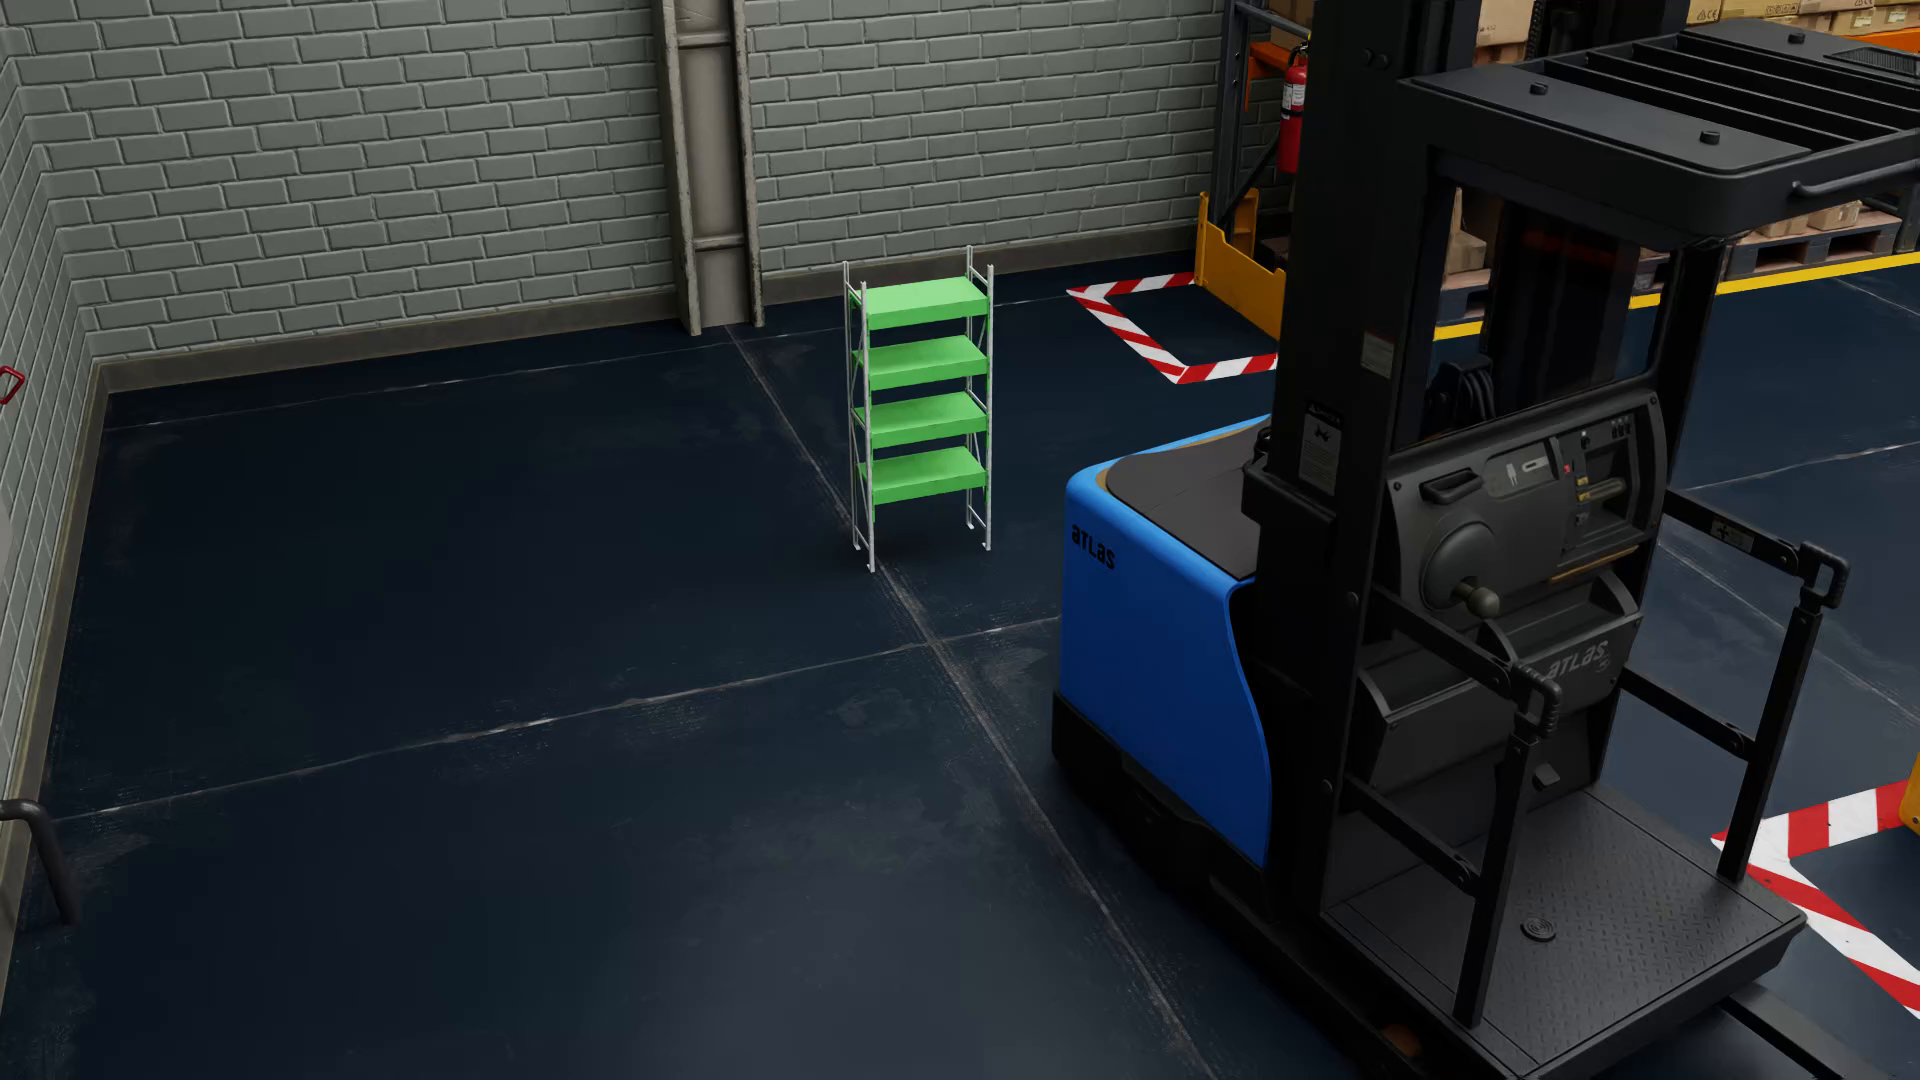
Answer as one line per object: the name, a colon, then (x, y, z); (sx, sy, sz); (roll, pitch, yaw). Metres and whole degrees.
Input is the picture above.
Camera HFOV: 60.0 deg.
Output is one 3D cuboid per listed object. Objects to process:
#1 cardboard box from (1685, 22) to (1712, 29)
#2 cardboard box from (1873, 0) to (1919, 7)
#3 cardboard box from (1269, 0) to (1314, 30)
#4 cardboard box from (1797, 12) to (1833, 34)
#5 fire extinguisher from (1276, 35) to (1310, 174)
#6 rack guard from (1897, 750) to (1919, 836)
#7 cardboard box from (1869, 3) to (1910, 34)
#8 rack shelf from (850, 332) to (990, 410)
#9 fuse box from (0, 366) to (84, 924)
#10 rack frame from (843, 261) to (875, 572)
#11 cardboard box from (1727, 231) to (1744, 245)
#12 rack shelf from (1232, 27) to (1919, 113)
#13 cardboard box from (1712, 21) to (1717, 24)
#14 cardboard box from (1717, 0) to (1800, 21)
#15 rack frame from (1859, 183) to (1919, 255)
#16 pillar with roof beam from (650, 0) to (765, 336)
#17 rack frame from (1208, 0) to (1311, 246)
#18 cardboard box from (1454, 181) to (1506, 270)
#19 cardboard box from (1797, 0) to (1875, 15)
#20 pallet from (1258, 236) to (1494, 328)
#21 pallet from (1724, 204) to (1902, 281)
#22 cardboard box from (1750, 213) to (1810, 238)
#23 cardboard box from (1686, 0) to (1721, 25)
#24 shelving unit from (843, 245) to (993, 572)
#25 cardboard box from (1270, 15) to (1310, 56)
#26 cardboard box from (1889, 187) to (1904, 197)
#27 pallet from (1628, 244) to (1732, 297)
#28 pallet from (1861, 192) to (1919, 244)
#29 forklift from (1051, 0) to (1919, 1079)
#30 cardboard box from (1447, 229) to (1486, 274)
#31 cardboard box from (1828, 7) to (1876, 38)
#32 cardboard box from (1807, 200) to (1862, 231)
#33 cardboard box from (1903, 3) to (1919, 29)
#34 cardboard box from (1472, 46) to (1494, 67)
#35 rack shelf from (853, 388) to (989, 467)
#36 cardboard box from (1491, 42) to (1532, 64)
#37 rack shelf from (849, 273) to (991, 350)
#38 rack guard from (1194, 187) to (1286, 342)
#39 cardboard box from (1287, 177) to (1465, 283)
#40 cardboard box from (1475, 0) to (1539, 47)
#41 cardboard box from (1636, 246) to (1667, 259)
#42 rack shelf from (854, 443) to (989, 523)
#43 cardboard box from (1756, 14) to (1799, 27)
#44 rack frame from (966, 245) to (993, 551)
cardboard box: (3.665, -2.662, 8.646); (0.250, 0.149, 0.380); (-11, 31, -18)
cardboard box: (4.936, -3.065, 8.950); (0.500, 0.250, 0.500); (-10, 31, -16)
cardboard box: (1.918, -2.778, 8.447); (0.500, 0.250, 0.500); (-10, 31, -16)
cardboard box: (4.391, -2.777, 8.847); (0.250, 0.149, 0.380); (-10, 31, -16)
fire extinguisher: (1.603, -2.076, 7.818); (0.183, 0.674, 0.296); (-10, 31, -18)
rack guard: (3.291, 0.881, 4.698); (0.348, 0.500, 1.175); (-10, 31, -18)
cardboard box: (4.881, -2.865, 9.003); (0.250, 0.149, 0.380); (-10, 31, -16)
rack shelf: (-0.155, -0.646, 6.316); (0.480, 0.148, 0.258); (-10, 31, -18)
fuse box: (-2.558, 0.335, 4.433); (0.414, 1.711, 0.539); (-10, 31, -18)
rack frame: (-0.384, -0.451, 6.329); (0.015, 1.200, 0.240); (-10, 31, -18)
cardboard box: (3.974, -1.978, 9.292); (0.500, 0.500, 0.700); (-12, 32, -19)
rack shelf: (3.454, -2.544, 8.912); (4.000, 0.370, 1.077); (-10, 31, -18)
cardboard box: (3.880, -2.727, 8.760); (0.250, 0.149, 0.380); (-10, 31, -17)
cardboard box: (4.000, -2.891, 8.646); (0.500, 0.250, 0.500); (-11, 31, -18)
rack frame: (5.329, -3.202, 9.340); (0.127, 3.000, 1.000); (-10, 31, -18)
pillar with roof beam: (0.239, -3.073, 3.054); (0.400, 9.000, 9.100); (-10, 31, -18)
rack frame: (1.580, -2.511, 8.128); (0.127, 3.000, 1.000); (-10, 31, -18)
cardboard box: (3.001, -1.799, 8.978); (0.500, 0.500, 0.700); (-9, 31, -16)
cardboard box: (4.472, -2.971, 8.786); (0.500, 0.250, 0.500); (-10, 31, -17)
pallet: (2.398, -1.451, 9.083); (1.213, 0.211, 1.003); (-10, 31, -18)
pallet: (4.685, -1.872, 9.823); (1.213, 0.211, 1.003); (-10, 31, -18)
cardboard box: (4.574, -1.902, 9.396); (0.258, 0.266, 0.396); (-9, 31, -16)
cardboard box: (3.517, -2.803, 8.491); (0.500, 0.250, 0.500); (-11, 32, -19)
shelving unit: (-0.155, -0.493, 6.403); (0.503, 1.200, 0.258); (-10, 31, -18)
cardboard box: (1.797, -2.584, 8.509); (0.250, 0.149, 0.380); (-11, 31, -18)
cardboard box: (5.860, -2.277, 9.818); (0.500, 0.500, 0.500); (-9, 31, -15)
pallet: (3.539, -1.659, 9.450); (1.213, 0.211, 1.003); (-10, 31, -18)
pallet: (6.078, -2.148, 10.307); (1.213, 0.211, 1.003); (-10, 31, -18)
forklift: (1.497, -0.046, 3.869); (1.130, 2.935, 3.031); (-17, 34, -27)
cardboard box: (2.598, -1.572, 8.935); (0.250, 0.149, 0.380); (-12, 32, -20)
cardboard box: (4.646, -2.809, 8.904); (0.250, 0.149, 0.380); (-10, 31, -16)
cardboard box: (4.909, -1.913, 9.533); (0.250, 0.149, 0.380); (-11, 32, -19)
cardboard box: (5.118, -2.920, 9.099); (0.250, 0.149, 0.380); (-10, 31, -17)
cardboard box: (2.440, -2.458, 8.289); (0.250, 0.149, 0.380); (-11, 31, -18)
rack shelf: (-0.155, -0.437, 6.434); (0.480, 0.148, 0.258); (-10, 31, -18)
cardboard box: (2.698, -2.474, 8.315); (0.250, 0.149, 0.380); (-9, 31, -16)
rack shelf: (-0.155, -0.854, 6.197); (0.480, 0.148, 0.258); (-10, 31, -18)
rack guard: (1.651, -1.438, 8.769); (0.348, 0.500, 1.175); (-10, 31, -18)
cardboard box: (2.186, -1.671, 8.750); (0.637, 0.503, 0.797); (-12, 32, -20)
cardboard box: (2.571, -2.616, 8.162); (0.500, 0.250, 0.500); (-10, 31, -17)
cardboard box: (3.531, -1.844, 9.057); (0.500, 0.500, 0.500); (-10, 31, -17)
rack shelf: (-0.155, -0.229, 6.553); (0.480, 0.148, 0.258); (-10, 31, -18)
cardboard box: (4.161, -2.719, 8.747); (0.250, 0.149, 0.380); (-11, 31, -18)
rack frame: (0.074, -0.535, 6.477); (0.015, 1.200, 0.240); (-10, 31, -18)
